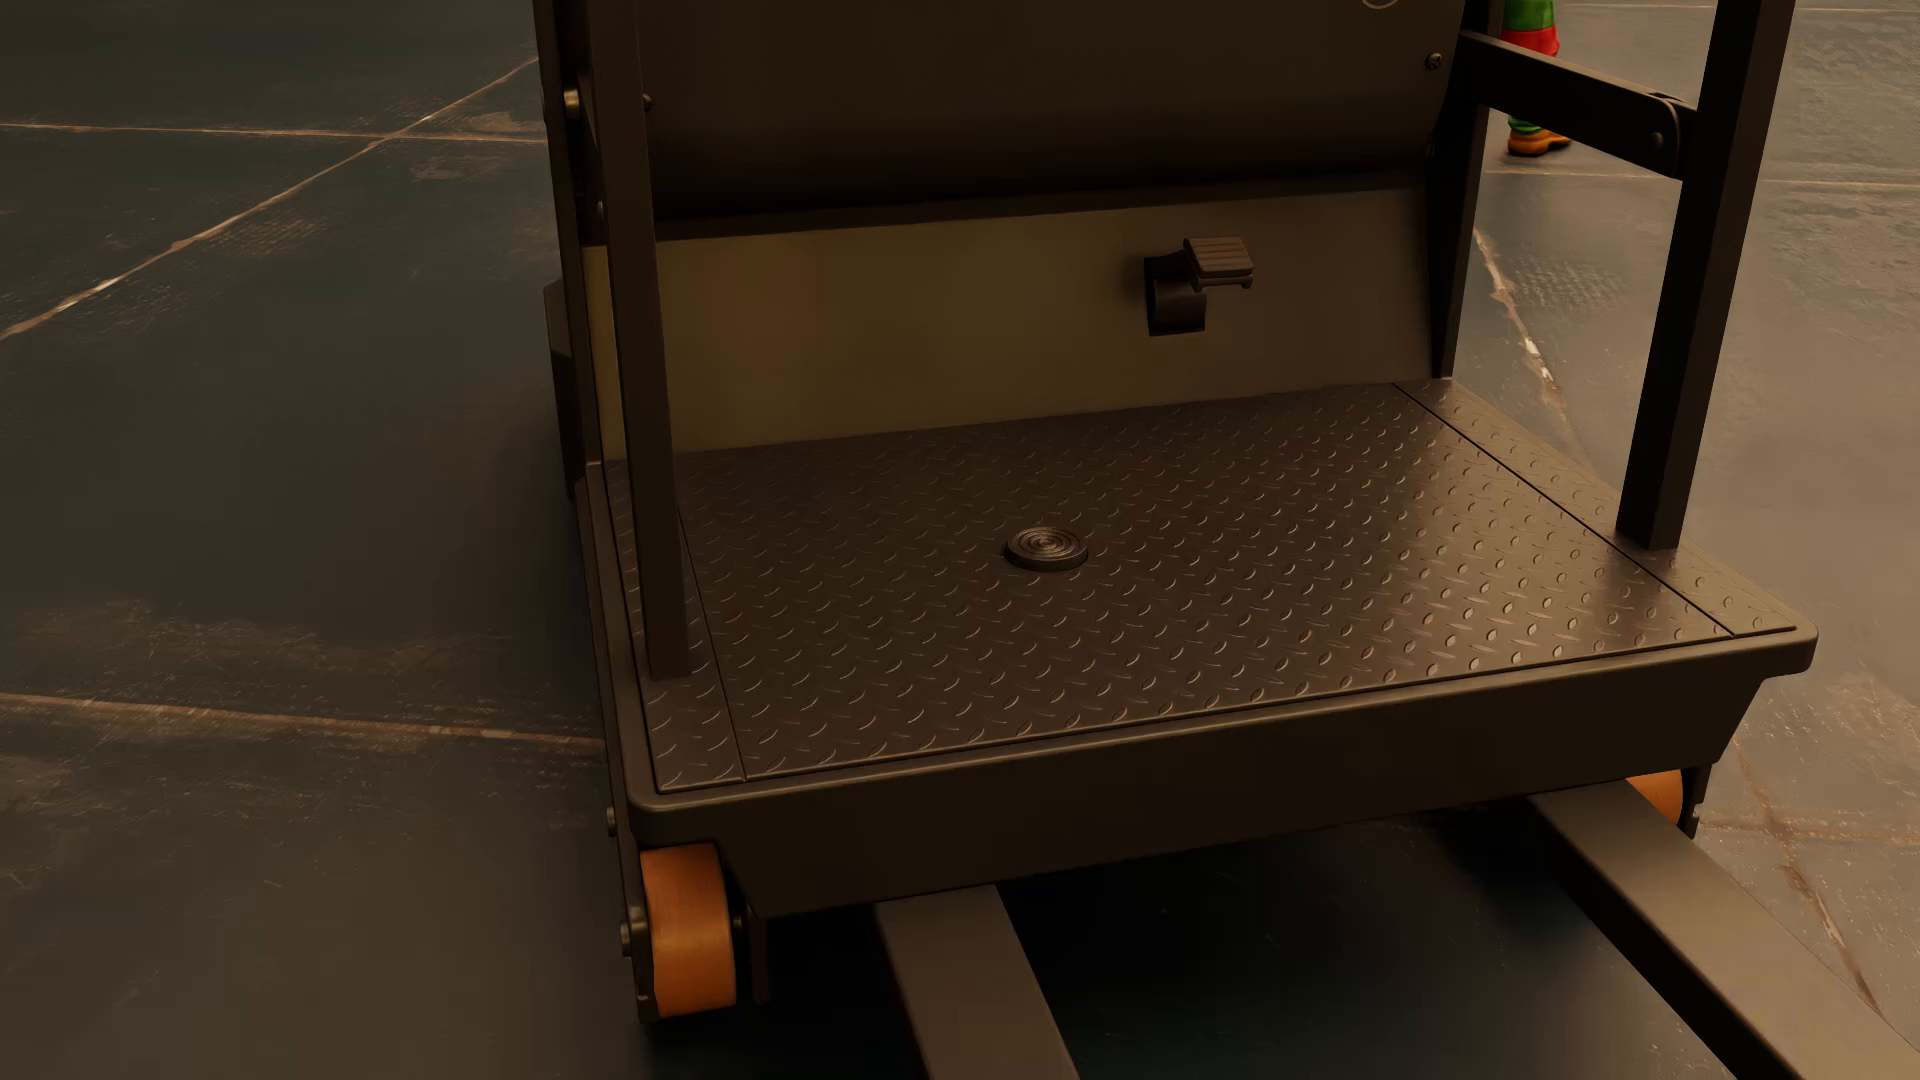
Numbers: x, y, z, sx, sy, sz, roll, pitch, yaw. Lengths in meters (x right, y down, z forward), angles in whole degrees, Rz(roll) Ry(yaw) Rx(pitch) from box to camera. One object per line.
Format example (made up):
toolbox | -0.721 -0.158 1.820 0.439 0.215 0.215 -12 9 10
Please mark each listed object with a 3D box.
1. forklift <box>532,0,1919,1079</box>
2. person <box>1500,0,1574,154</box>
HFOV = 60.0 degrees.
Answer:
forklift | 0.153 -1.049 1.319 1.130 2.935 3.031 -7 27 -13
person | 1.397 -1.927 4.345 0.637 1.788 0.560 15 30 27
